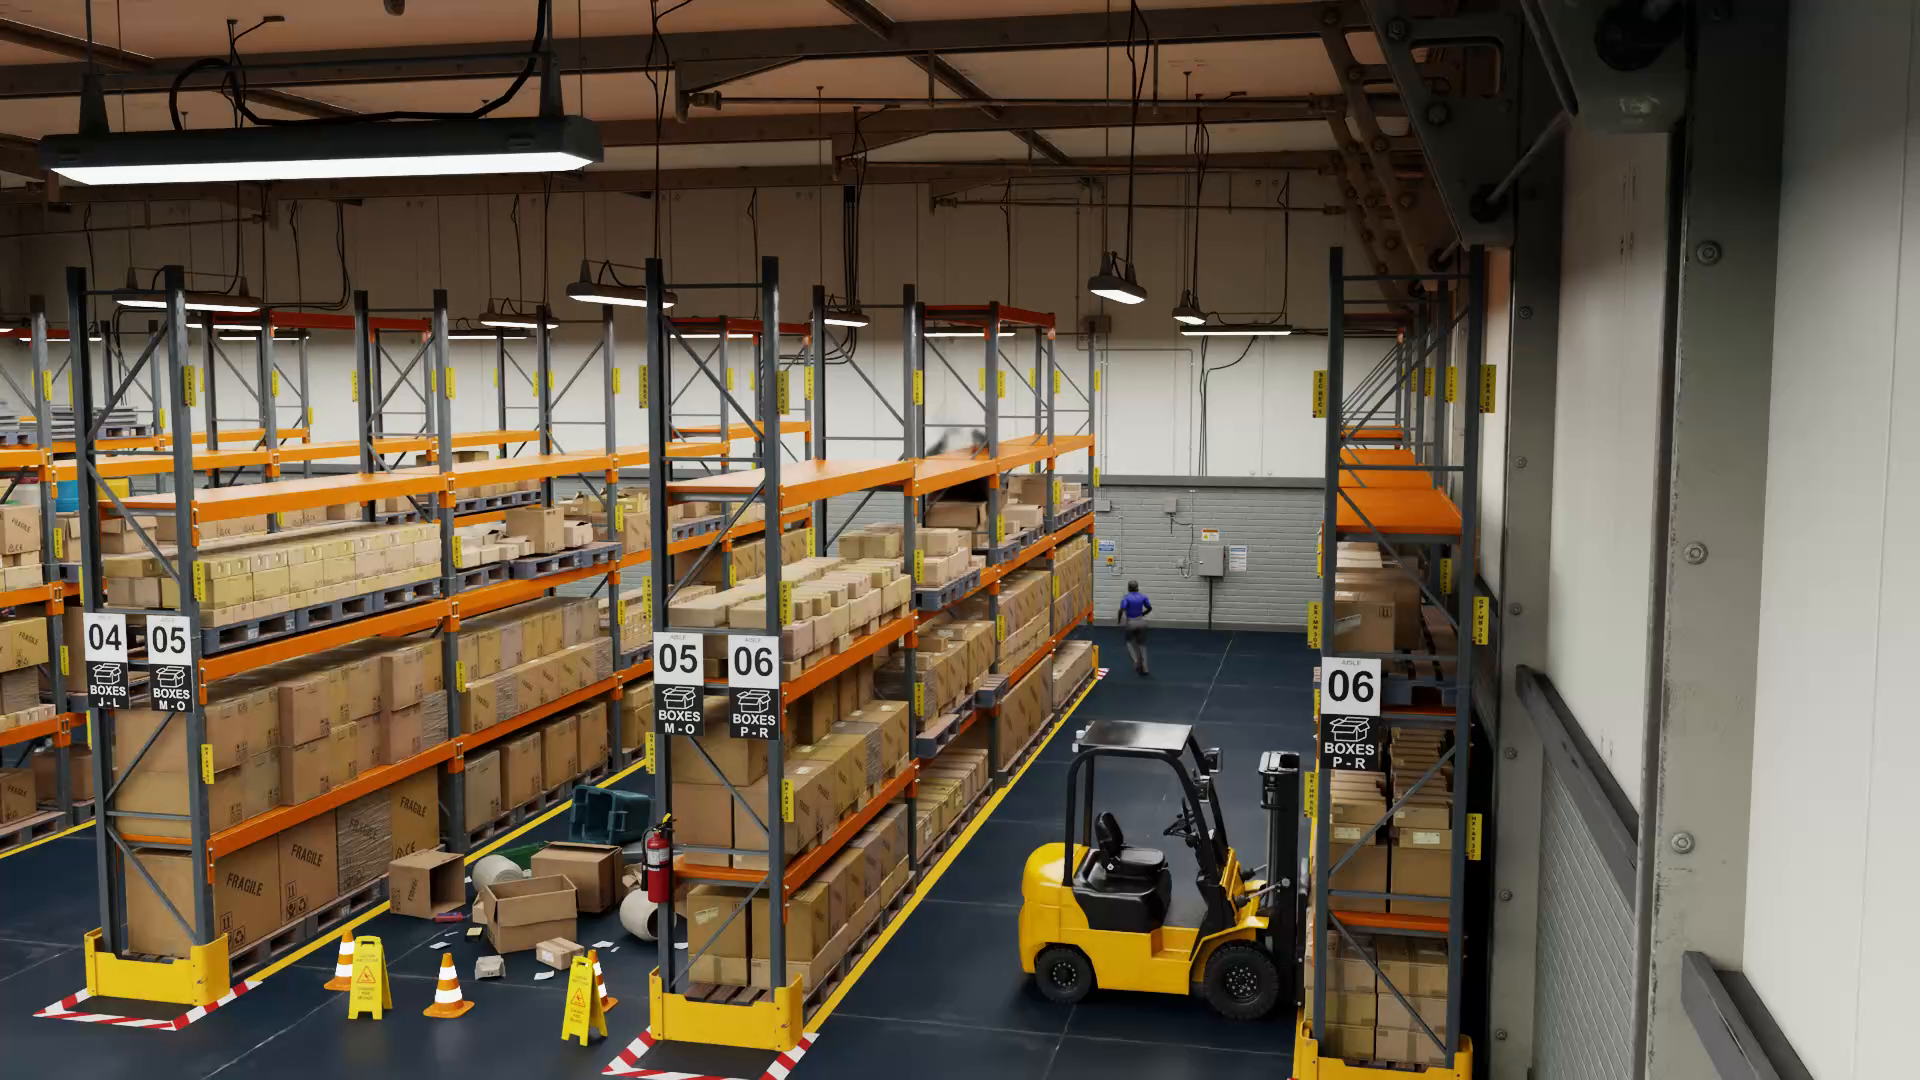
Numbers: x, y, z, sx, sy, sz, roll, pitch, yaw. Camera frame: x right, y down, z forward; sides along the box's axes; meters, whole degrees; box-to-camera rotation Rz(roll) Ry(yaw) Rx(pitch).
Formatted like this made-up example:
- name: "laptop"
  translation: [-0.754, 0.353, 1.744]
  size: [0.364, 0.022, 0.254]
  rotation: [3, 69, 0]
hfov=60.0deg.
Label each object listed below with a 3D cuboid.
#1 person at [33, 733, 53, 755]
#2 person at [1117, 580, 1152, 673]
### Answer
- name: "person"
  translation: [-12.444, 2.092, 22.480]
  size: [0.518, 1.642, 0.689]
  rotation: [0, 6, 3]
- name: "person"
  translation: [2.968, 1.476, 28.573]
  size: [0.651, 1.613, 0.553]
  rotation: [-1, 6, -13]
